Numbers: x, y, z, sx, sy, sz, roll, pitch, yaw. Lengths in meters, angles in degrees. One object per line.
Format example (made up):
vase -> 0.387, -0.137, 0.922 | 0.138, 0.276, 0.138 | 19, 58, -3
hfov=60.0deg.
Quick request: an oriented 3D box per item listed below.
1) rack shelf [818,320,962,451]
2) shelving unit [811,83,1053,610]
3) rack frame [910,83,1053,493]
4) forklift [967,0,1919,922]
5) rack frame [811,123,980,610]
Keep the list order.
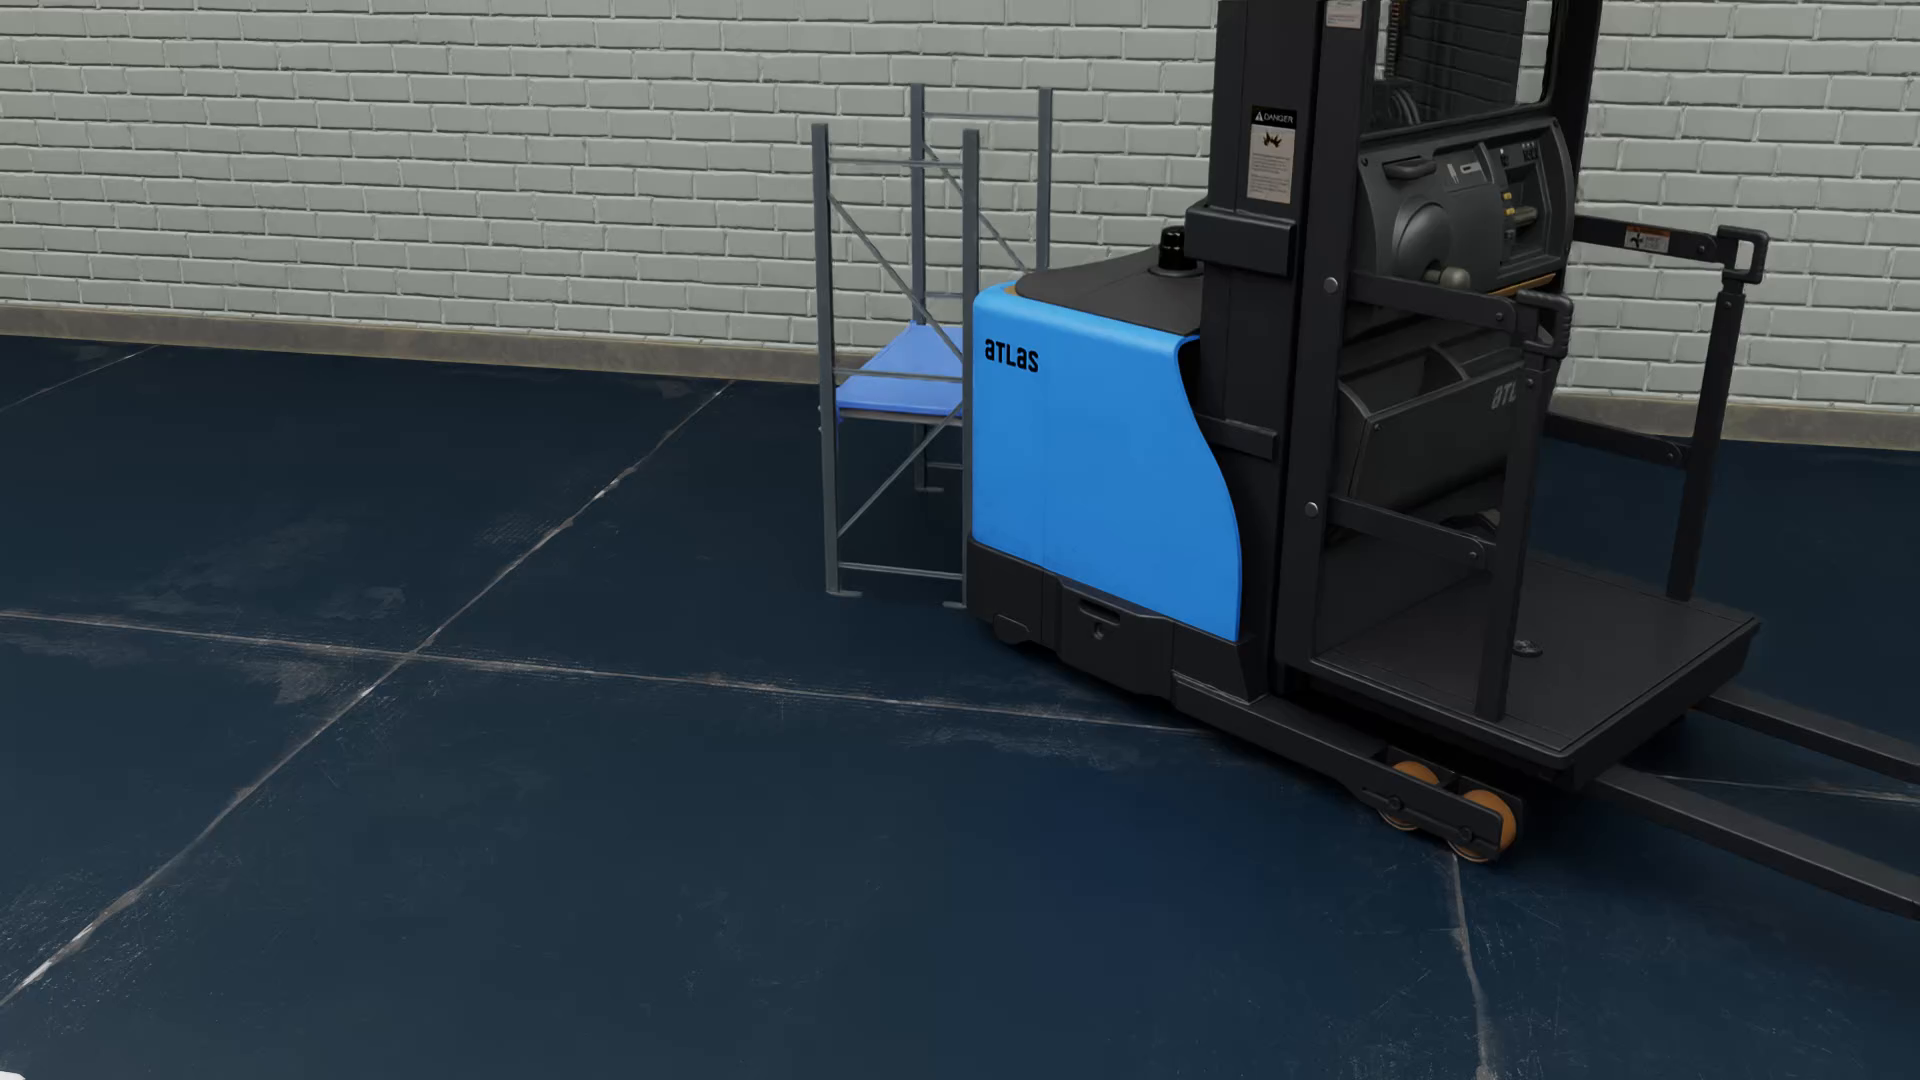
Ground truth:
rack shelf -> -0.059, -0.517, 5.610 | 0.538, 0.185, 1.000 | 6, 23, 14
shelving unit -> -0.059, -0.683, 5.543 | 0.538, 1.500, 1.048 | 6, 23, 14
rack frame -> 0.072, -0.867, 5.999 | 0.500, 1.500, 0.032 | 6, 23, 14
forklift -> 1.402, -0.812, 3.946 | 1.130, 2.935, 3.031 | -20, 29, -40
rack frame -> -0.189, -0.500, 5.087 | 0.500, 1.500, 0.032 | 6, 23, 14
